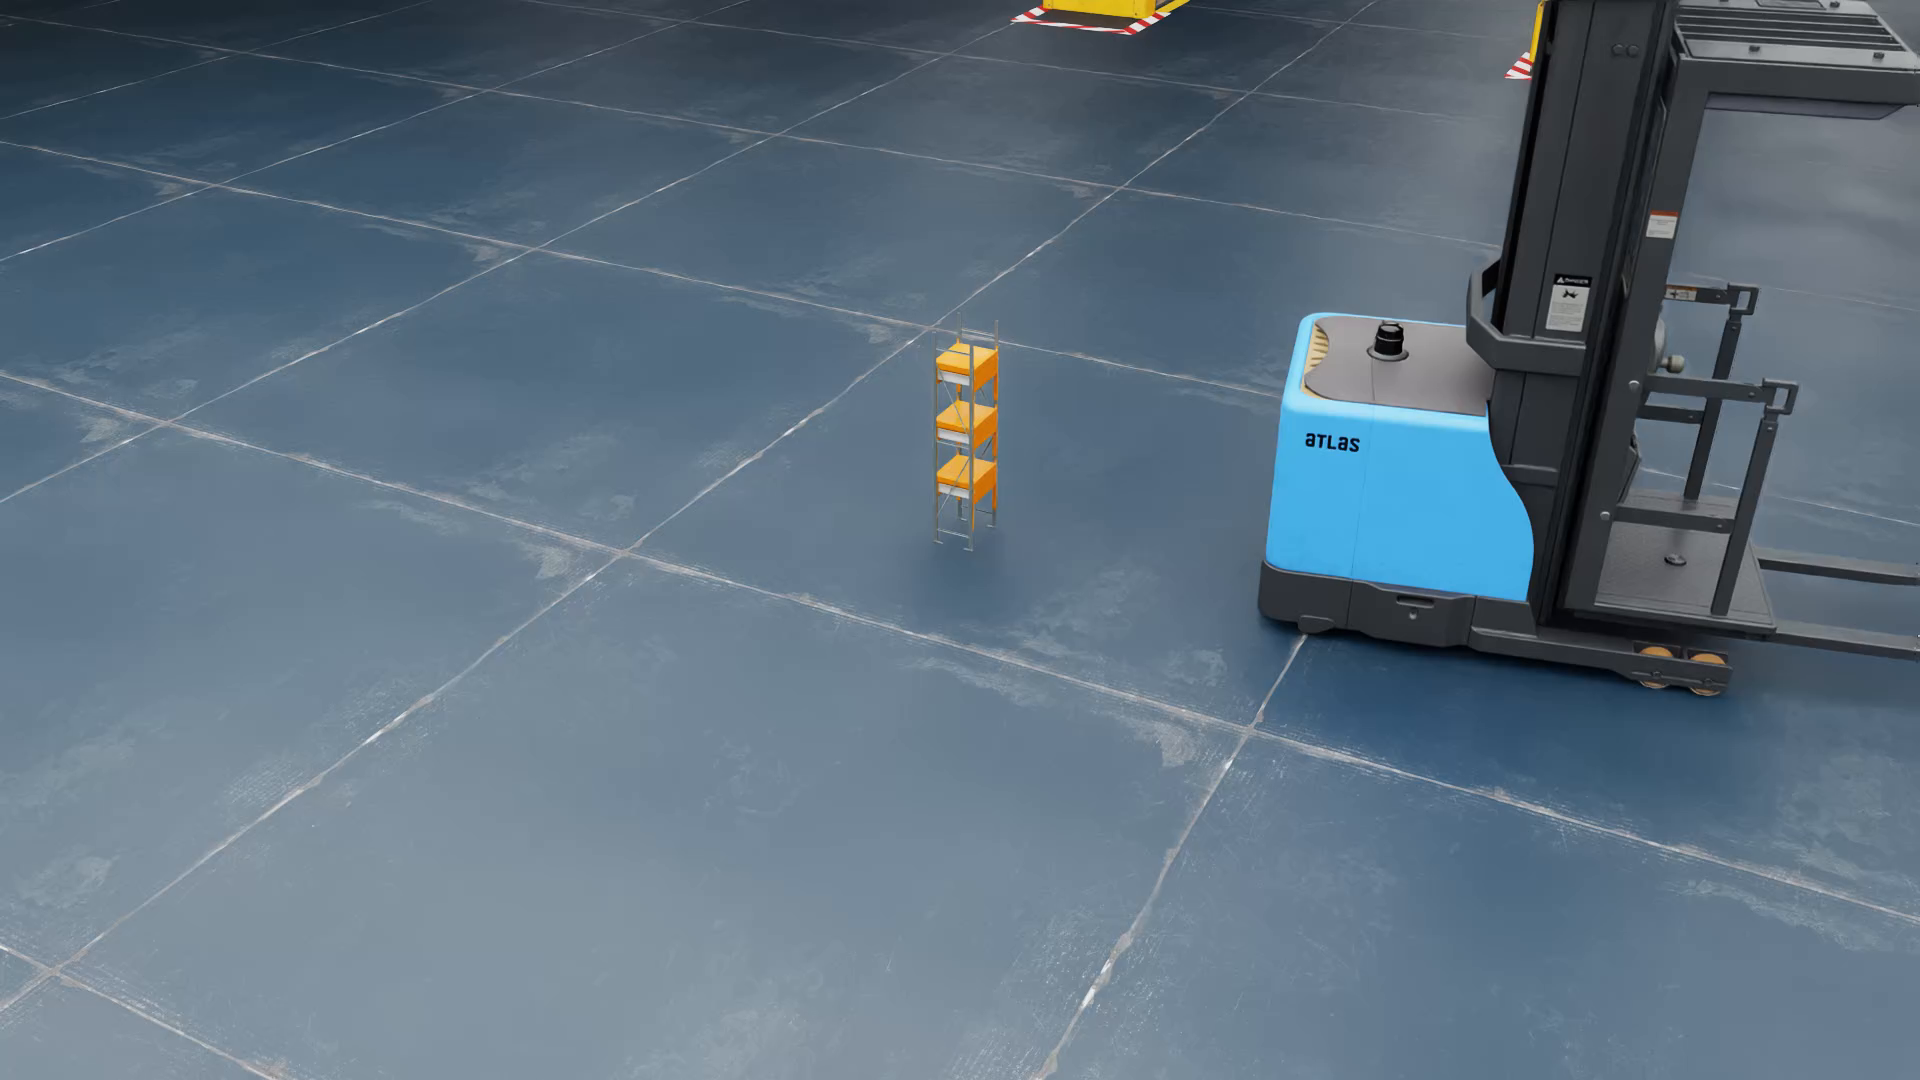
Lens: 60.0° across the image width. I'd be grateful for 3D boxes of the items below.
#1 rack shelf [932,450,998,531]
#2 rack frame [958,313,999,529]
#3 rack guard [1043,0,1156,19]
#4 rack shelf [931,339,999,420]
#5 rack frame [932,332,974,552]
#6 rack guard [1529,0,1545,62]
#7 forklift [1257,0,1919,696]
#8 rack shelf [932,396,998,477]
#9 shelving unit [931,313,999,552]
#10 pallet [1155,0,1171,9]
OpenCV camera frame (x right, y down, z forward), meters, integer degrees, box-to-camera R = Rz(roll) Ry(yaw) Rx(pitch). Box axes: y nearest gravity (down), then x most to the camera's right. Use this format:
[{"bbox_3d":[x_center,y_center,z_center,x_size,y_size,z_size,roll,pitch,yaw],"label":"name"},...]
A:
[{"bbox_3d":[0.024,-0.229,7.674,0.215,0.259,0.240,14,33,23],"label":"rack shelf"},{"bbox_3d":[0.080,-0.533,7.624,0.200,1.050,0.008,14,33,23],"label":"rack frame"},{"bbox_3d":[1.449,-5.762,17.283,1.175,0.500,0.348,14,33,23],"label":"rack guard"},{"bbox_3d":[0.024,-0.716,7.394,0.215,0.259,0.240,14,33,23],"label":"rack shelf"},{"bbox_3d":[-0.031,-0.425,7.436,0.200,1.050,0.008,14,33,23],"label":"rack frame"},{"bbox_3d":[5.900,-4.628,15.307,1.175,0.500,0.348,14,33,23],"label":"rack guard"},{"bbox_3d":[2.846,-0.941,6.446,3.031,2.935,1.130,8,31,13],"label":"forklift"},{"bbox_3d":[0.024,-0.470,7.535,0.215,0.259,0.240,14,33,23],"label":"rack shelf"},{"bbox_3d":[0.024,-0.479,7.530,0.215,1.050,0.252,14,33,23],"label":"shelving unit"},{"bbox_3d":[1.824,-5.996,17.980,1.003,0.211,1.213,14,33,23],"label":"pallet"}]
